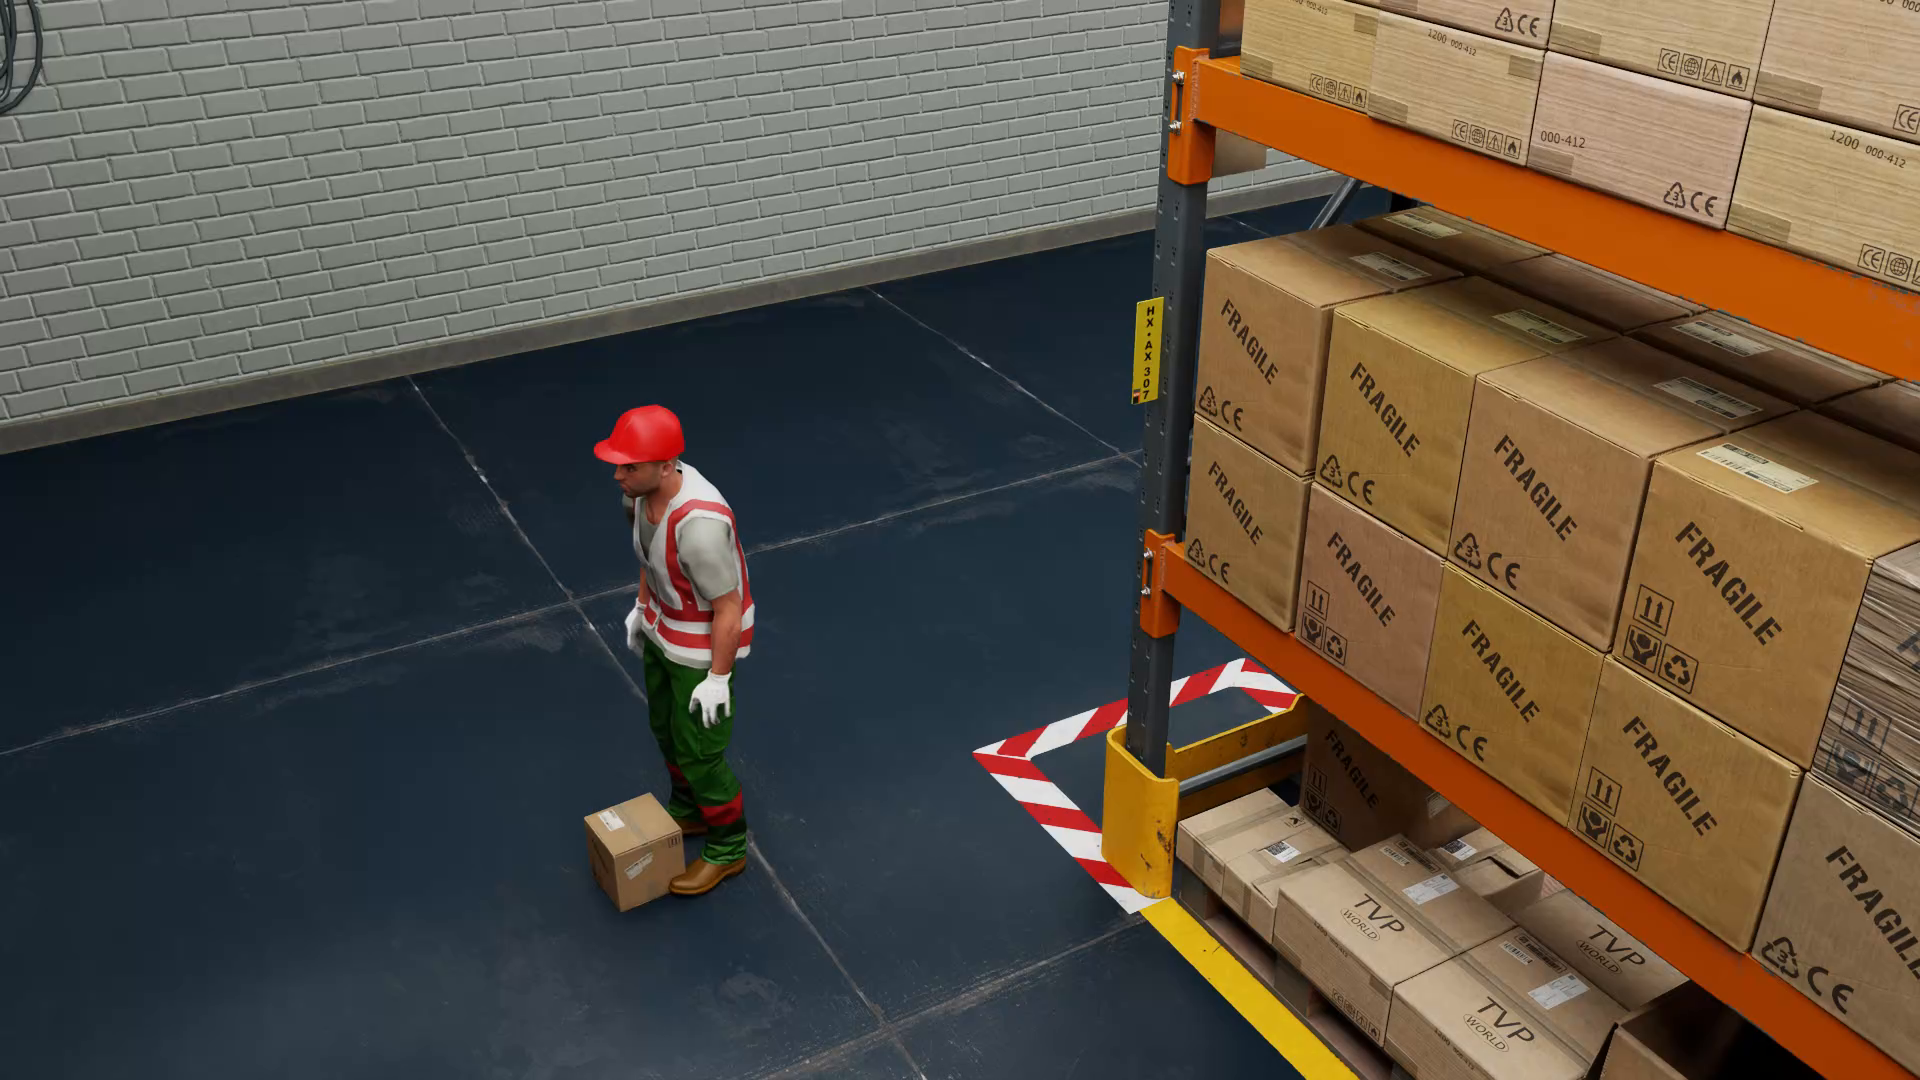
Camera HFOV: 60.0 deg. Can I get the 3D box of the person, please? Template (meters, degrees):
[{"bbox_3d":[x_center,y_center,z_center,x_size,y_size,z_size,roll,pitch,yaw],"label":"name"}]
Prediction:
[{"bbox_3d":[-0.914,0.358,5.457,0.448,1.779,0.619,-18,33,-29],"label":"person"}]
